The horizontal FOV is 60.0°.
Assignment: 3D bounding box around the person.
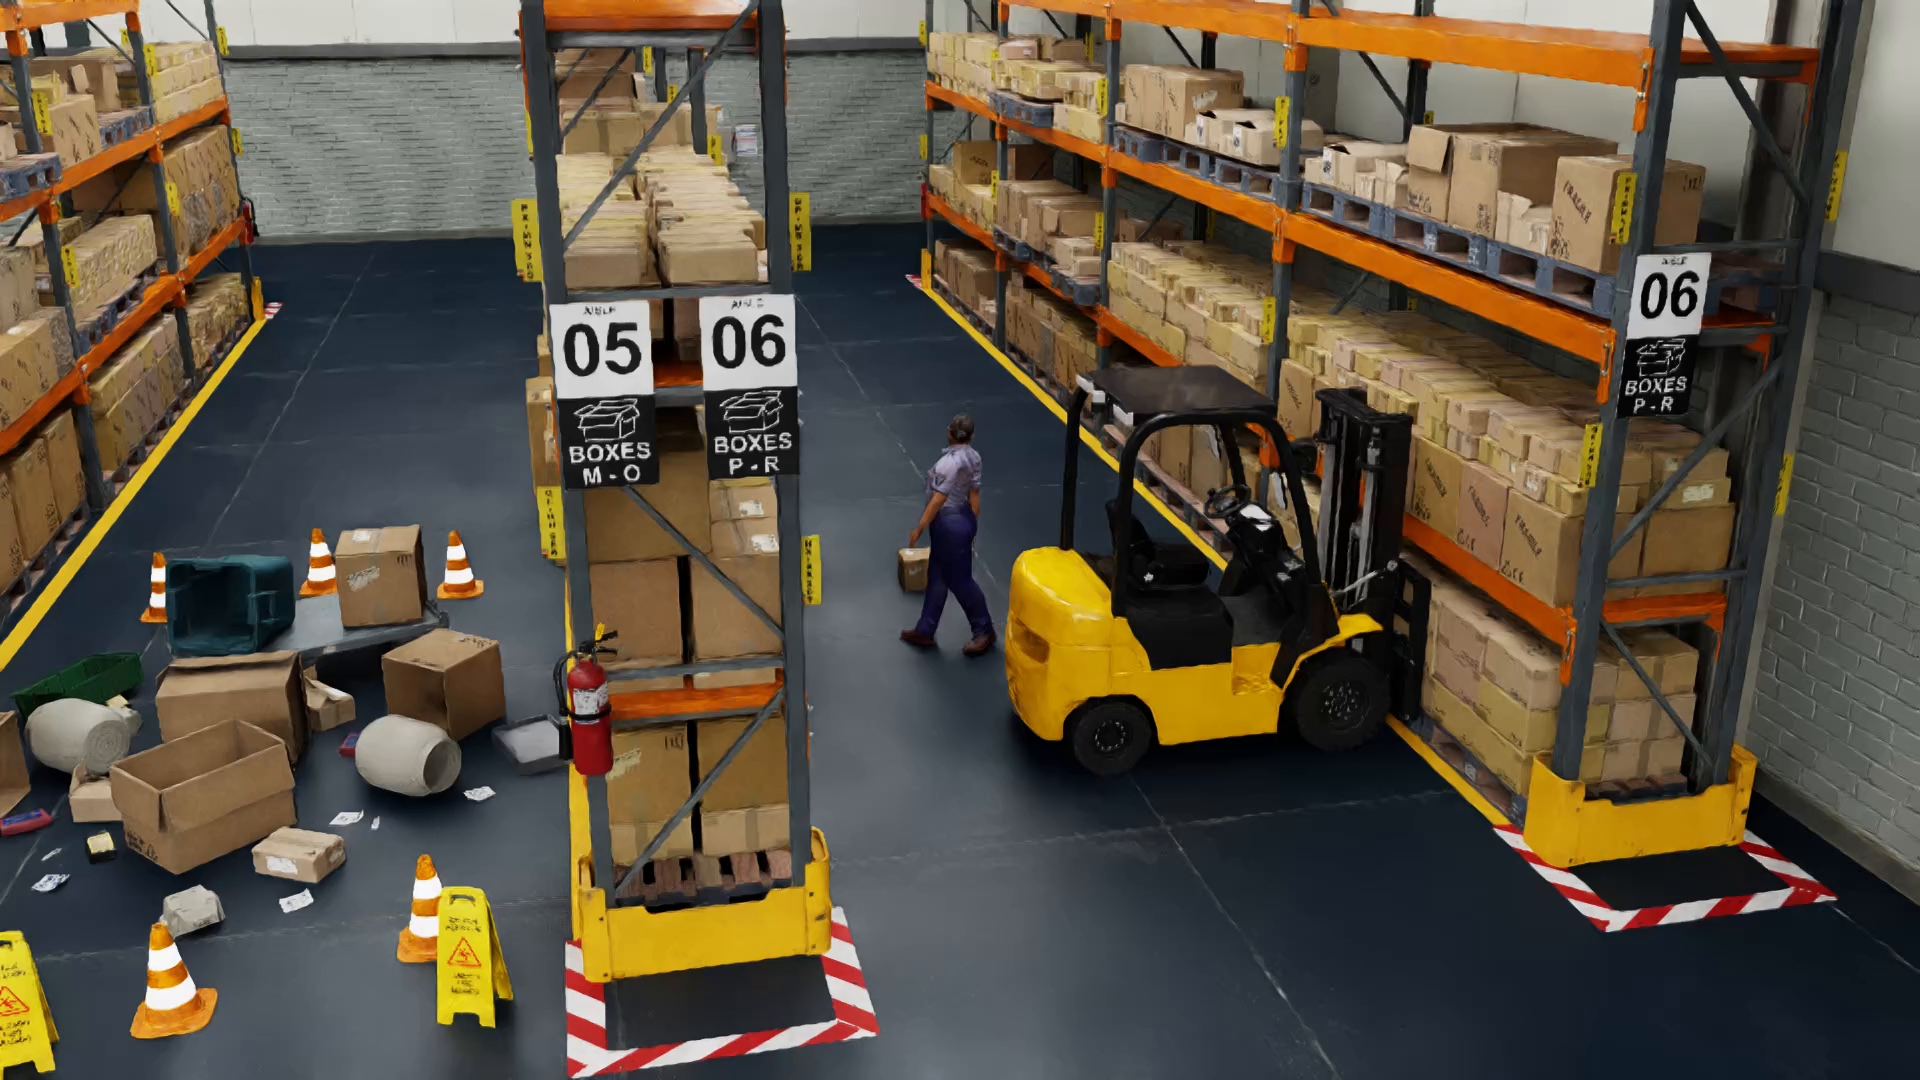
[{"bbox_3d":[-0.077,-0.053,11.310,0.681,1.606,0.528,4,20,11],"label":"person"}]
